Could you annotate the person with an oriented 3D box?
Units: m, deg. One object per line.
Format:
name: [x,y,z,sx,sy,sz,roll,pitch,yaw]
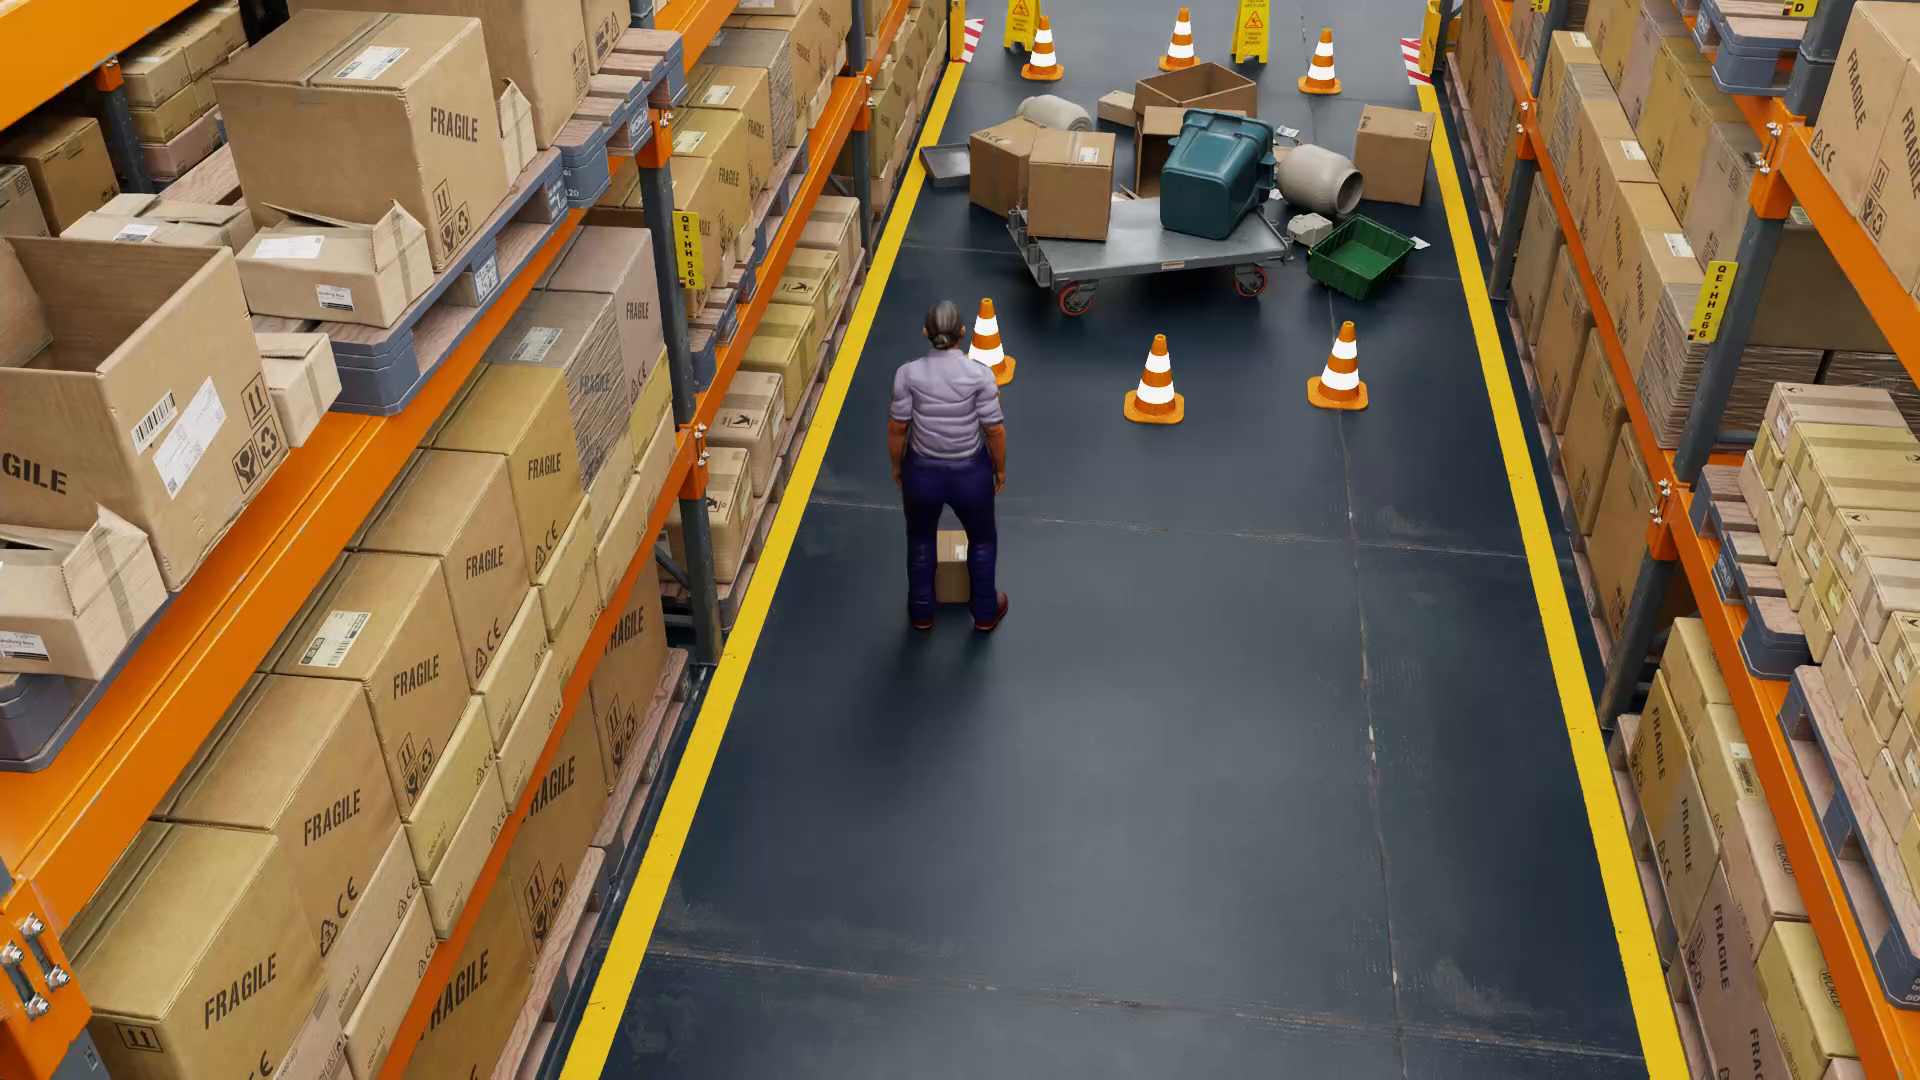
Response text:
person: [-0.046,-0.296,7.447,0.543,1.652,0.372,3,36,4]
